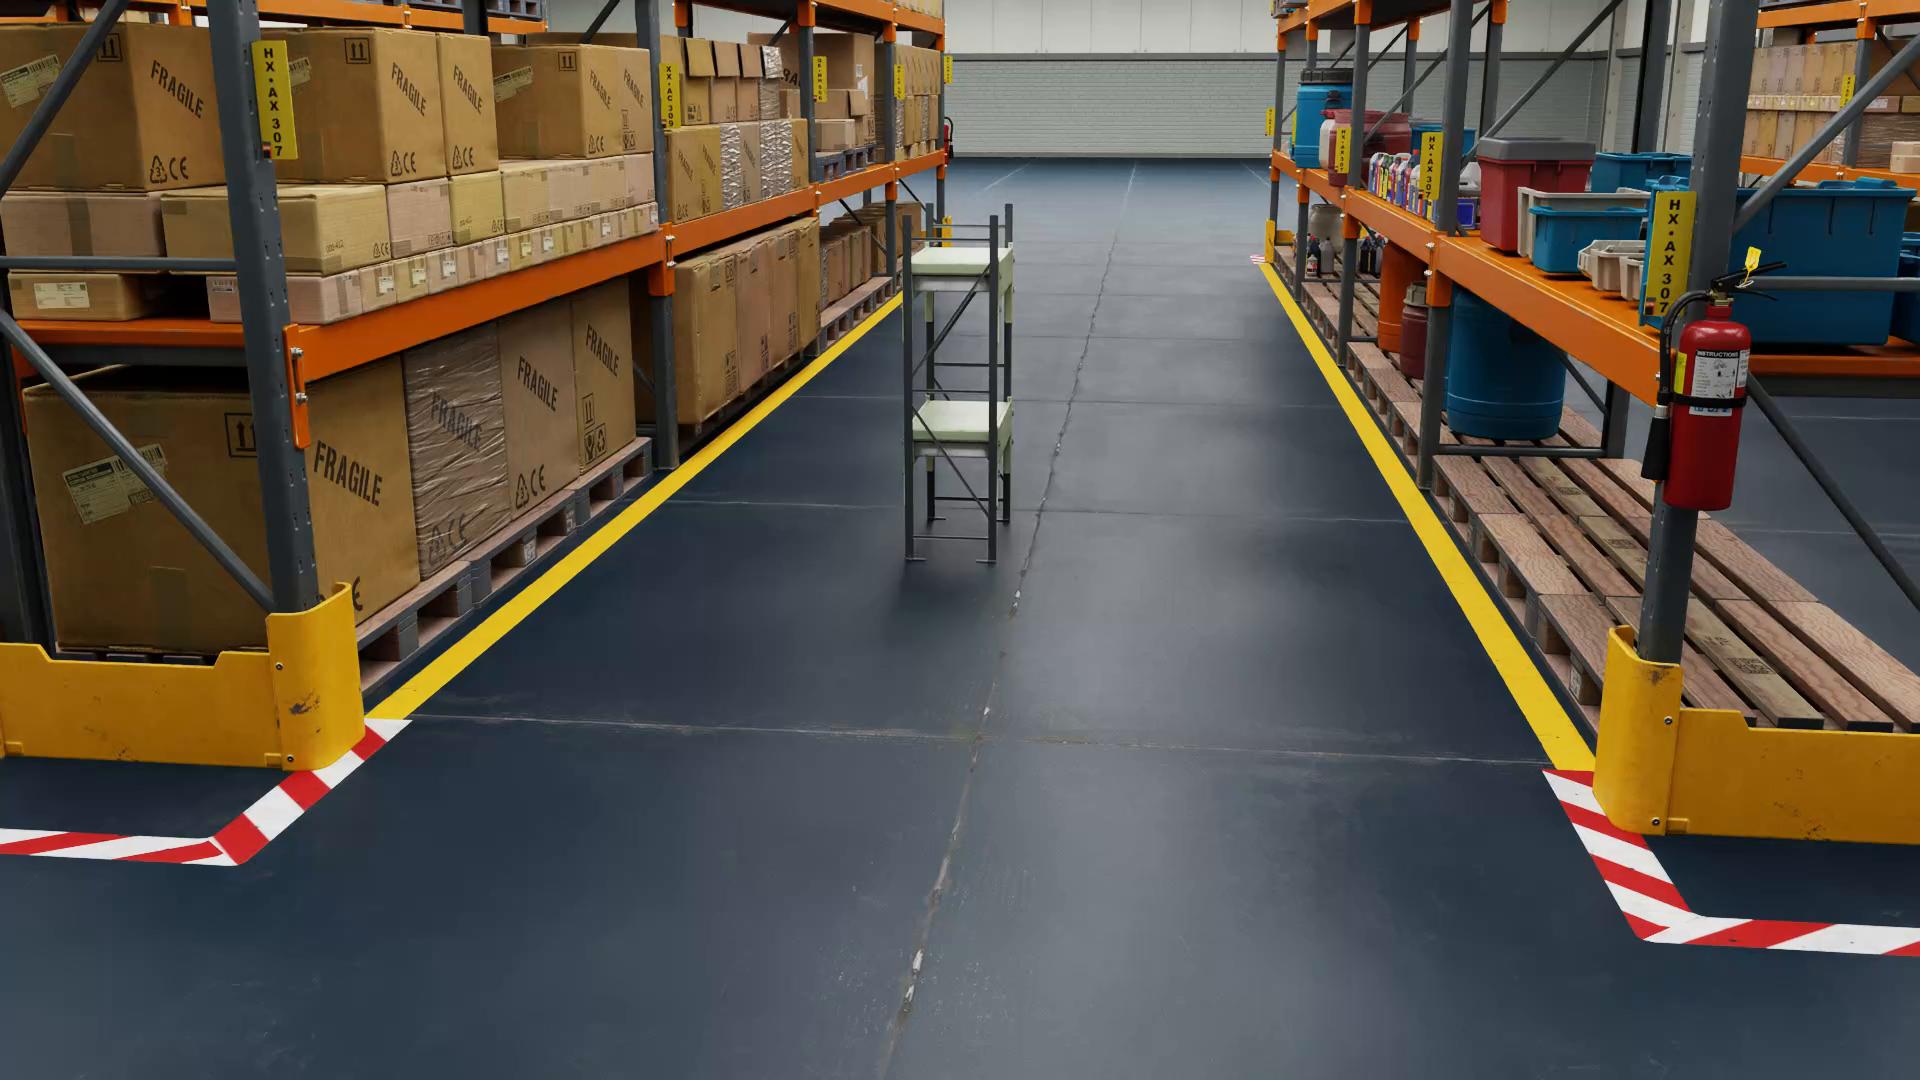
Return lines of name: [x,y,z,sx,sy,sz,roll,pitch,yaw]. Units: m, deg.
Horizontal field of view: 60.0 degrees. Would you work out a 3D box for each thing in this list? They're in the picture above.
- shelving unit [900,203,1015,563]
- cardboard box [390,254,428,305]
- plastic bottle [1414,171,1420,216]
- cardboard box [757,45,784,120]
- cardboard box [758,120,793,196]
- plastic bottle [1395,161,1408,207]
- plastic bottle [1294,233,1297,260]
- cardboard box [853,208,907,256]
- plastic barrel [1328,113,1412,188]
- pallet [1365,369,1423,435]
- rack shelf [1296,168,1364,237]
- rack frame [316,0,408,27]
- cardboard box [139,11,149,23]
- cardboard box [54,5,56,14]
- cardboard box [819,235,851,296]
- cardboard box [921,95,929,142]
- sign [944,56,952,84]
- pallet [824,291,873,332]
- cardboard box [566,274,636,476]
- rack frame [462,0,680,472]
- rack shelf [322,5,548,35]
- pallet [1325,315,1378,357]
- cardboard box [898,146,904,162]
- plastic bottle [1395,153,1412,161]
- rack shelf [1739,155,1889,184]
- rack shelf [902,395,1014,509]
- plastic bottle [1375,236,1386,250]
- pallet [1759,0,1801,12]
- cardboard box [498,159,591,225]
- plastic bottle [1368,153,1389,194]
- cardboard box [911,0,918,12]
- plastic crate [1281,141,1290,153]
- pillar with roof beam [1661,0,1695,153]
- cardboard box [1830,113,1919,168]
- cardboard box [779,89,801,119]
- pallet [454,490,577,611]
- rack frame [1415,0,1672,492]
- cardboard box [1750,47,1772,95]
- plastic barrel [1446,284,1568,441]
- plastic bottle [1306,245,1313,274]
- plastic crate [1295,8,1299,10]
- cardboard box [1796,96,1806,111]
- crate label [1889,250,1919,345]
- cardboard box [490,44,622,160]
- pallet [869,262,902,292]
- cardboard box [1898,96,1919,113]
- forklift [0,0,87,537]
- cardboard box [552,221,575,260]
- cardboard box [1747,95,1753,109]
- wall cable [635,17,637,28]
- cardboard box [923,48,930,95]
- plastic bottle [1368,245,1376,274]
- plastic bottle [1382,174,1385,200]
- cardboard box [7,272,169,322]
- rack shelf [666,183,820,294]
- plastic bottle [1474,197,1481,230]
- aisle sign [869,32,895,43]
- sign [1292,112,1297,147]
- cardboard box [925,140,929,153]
shelving unit: [0.001,-0.726,7.473,0.431,1.500,0.755,2,15,6]
cardboard box: [-2.073,-0.904,5.740,0.380,0.149,0.250,1,15,5]
plastic bottle: [2.713,-2.014,9.600,0.152,0.276,0.135,2,15,6]
cardboard box: [-1.693,-3.228,11.740,0.797,0.503,0.637,2,15,8]
cardboard box: [-1.465,-2.669,11.593,0.500,0.500,0.500,2,15,6]
plastic bottle: [2.801,-2.217,10.350,0.152,0.276,0.135,2,15,6]
plastic bottle: [3.672,-3.196,18.094,0.061,0.283,0.133,2,15,7]
cardboard box: [-0.901,-3.476,18.756,0.500,0.500,0.500,3,15,11]
plastic barrel: [3.079,-2.934,12.504,0.600,0.536,0.708,2,15,6]
pallet: [3.140,-0.871,10.480,1.003,0.211,1.213,2,15,6]
rack shelf: [3.553,-2.910,14.056,1.077,0.370,4.000,2,15,6]
rack frame: [-6.059,-4.094,17.058,1.000,3.000,0.127,2,15,6]
cardboard box: [-10.300,-6.477,20.605,0.380,0.149,0.250,2,15,7]
cardboard box: [-10.429,-6.078,19.127,0.380,0.149,0.250,2,15,6]
cardboard box: [-1.368,-2.501,15.110,0.700,0.500,0.500,0,15,1]
cardboard box: [-0.817,-4.748,18.713,0.875,0.500,0.500,2,15,6]
sign: [-0.142,-5.649,19.985,0.100,0.325,0.005,2,15,6]
pallet: [-1.364,-2.057,14.864,1.003,0.211,1.213,2,15,6]
cardboard box: [-2.199,-0.855,8.345,0.875,0.875,0.875,2,15,6]
rack frame: [-2.045,-1.847,8.747,1.000,3.000,0.127,2,15,6]
rack shelf: [-5.834,-5.714,18.678,1.077,0.370,4.000,2,15,6]
pallet: [3.453,-1.592,13.147,1.003,0.211,1.213,2,15,6]
cardboard box: [-0.778,-3.912,16.865,0.380,0.149,0.250,2,15,6]
plastic bottle: [3.109,-2.572,11.664,0.152,0.276,0.135,2,15,6]
rack shelf: [8.926,-3.801,17.350,1.077,0.370,4.000,2,15,6]
rack shelf: [0.001,-0.411,7.558,0.431,0.370,0.720,2,15,6]
plastic bottle: [4.282,-2.907,16.898,0.144,0.351,0.185,2,15,8]
pallet: [9.046,-5.890,18.119,1.003,0.211,1.213,2,15,6]
cardboard box: [-1.948,-1.529,7.289,0.500,0.250,0.500,2,15,7]
plastic bottle: [2.957,-2.576,11.680,0.152,0.276,0.135,2,15,6]
cardboard box: [-0.716,-5.673,17.435,0.500,0.250,0.500,1,15,4]
plastic crate: [3.809,-4.464,18.929,0.298,0.136,0.250,2,15,6]
pillar with roof beam: [13.285,-13.562,40.578,9.100,9.000,0.400,2,15,6]
cardboard box: [8.744,-3.793,15.751,0.700,0.500,0.500,1,15,5]
cardboard box: [-1.609,-3.425,13.584,0.700,0.500,0.500,4,16,15]
pallet: [-2.344,0.011,7.217,1.003,0.211,1.213,2,15,6]
rack frame: [2.876,-1.701,8.207,1.000,3.000,0.127,2,15,6]
cardboard box: [9.026,-5.070,17.990,0.700,0.500,0.500,1,15,5]
plastic barrel: [2.954,-1.032,8.946,0.600,0.901,0.708,2,15,6]
plastic bottle: [3.505,-2.812,16.675,0.061,0.283,0.133,2,15,9]
plastic crate: [3.558,-5.525,17.107,0.243,0.136,0.396,2,15,6]
cardboard box: [8.663,-4.397,16.742,0.380,0.149,0.250,2,15,8]
crate label: [2.780,-0.666,4.586,0.416,0.233,0.303,2,15,6]
cardboard box: [-1.892,-2.023,7.680,0.500,0.500,0.500,2,15,7]
pallet: [-1.102,-2.751,17.432,1.003,0.211,1.213,2,15,6]
cardboard box: [8.923,-4.055,15.477,0.380,0.149,0.250,2,15,6]
forklift: [-4.645,-1.446,7.396,1.130,2.935,3.031,1,15,5]
cardboard box: [-1.899,-1.304,7.219,0.380,0.149,0.250,1,15,5]
cardboard box: [8.837,-4.800,18.231,0.380,0.149,0.250,2,15,6]
wall cable: [-11.413,-15.146,52.383,3.097,2.526,0.112,2,15,6]
cardboard box: [-0.617,-5.225,18.561,0.500,0.500,0.500,2,15,6]
plastic bottle: [4.154,-2.835,16.760,0.061,0.283,0.133,2,15,6]
plastic bottle: [2.850,-2.356,11.010,0.097,0.201,0.097,0,15,0]
cardboard box: [-2.784,-0.791,5.321,0.380,0.149,0.250,2,15,7]
rack shelf: [-1.820,-2.019,10.759,1.077,0.370,4.000,2,15,6]
plastic bottle: [2.725,-1.718,8.651,0.097,0.201,0.097,0,15,0]
aisle sign: [-0.982,-6.239,20.010,0.394,0.787,0.004,2,15,6]
sign: [3.233,-3.929,15.915,0.100,0.325,0.005,2,15,6]
cardboard box: [-0.568,-4.563,19.271,0.380,0.149,0.250,2,15,6]
